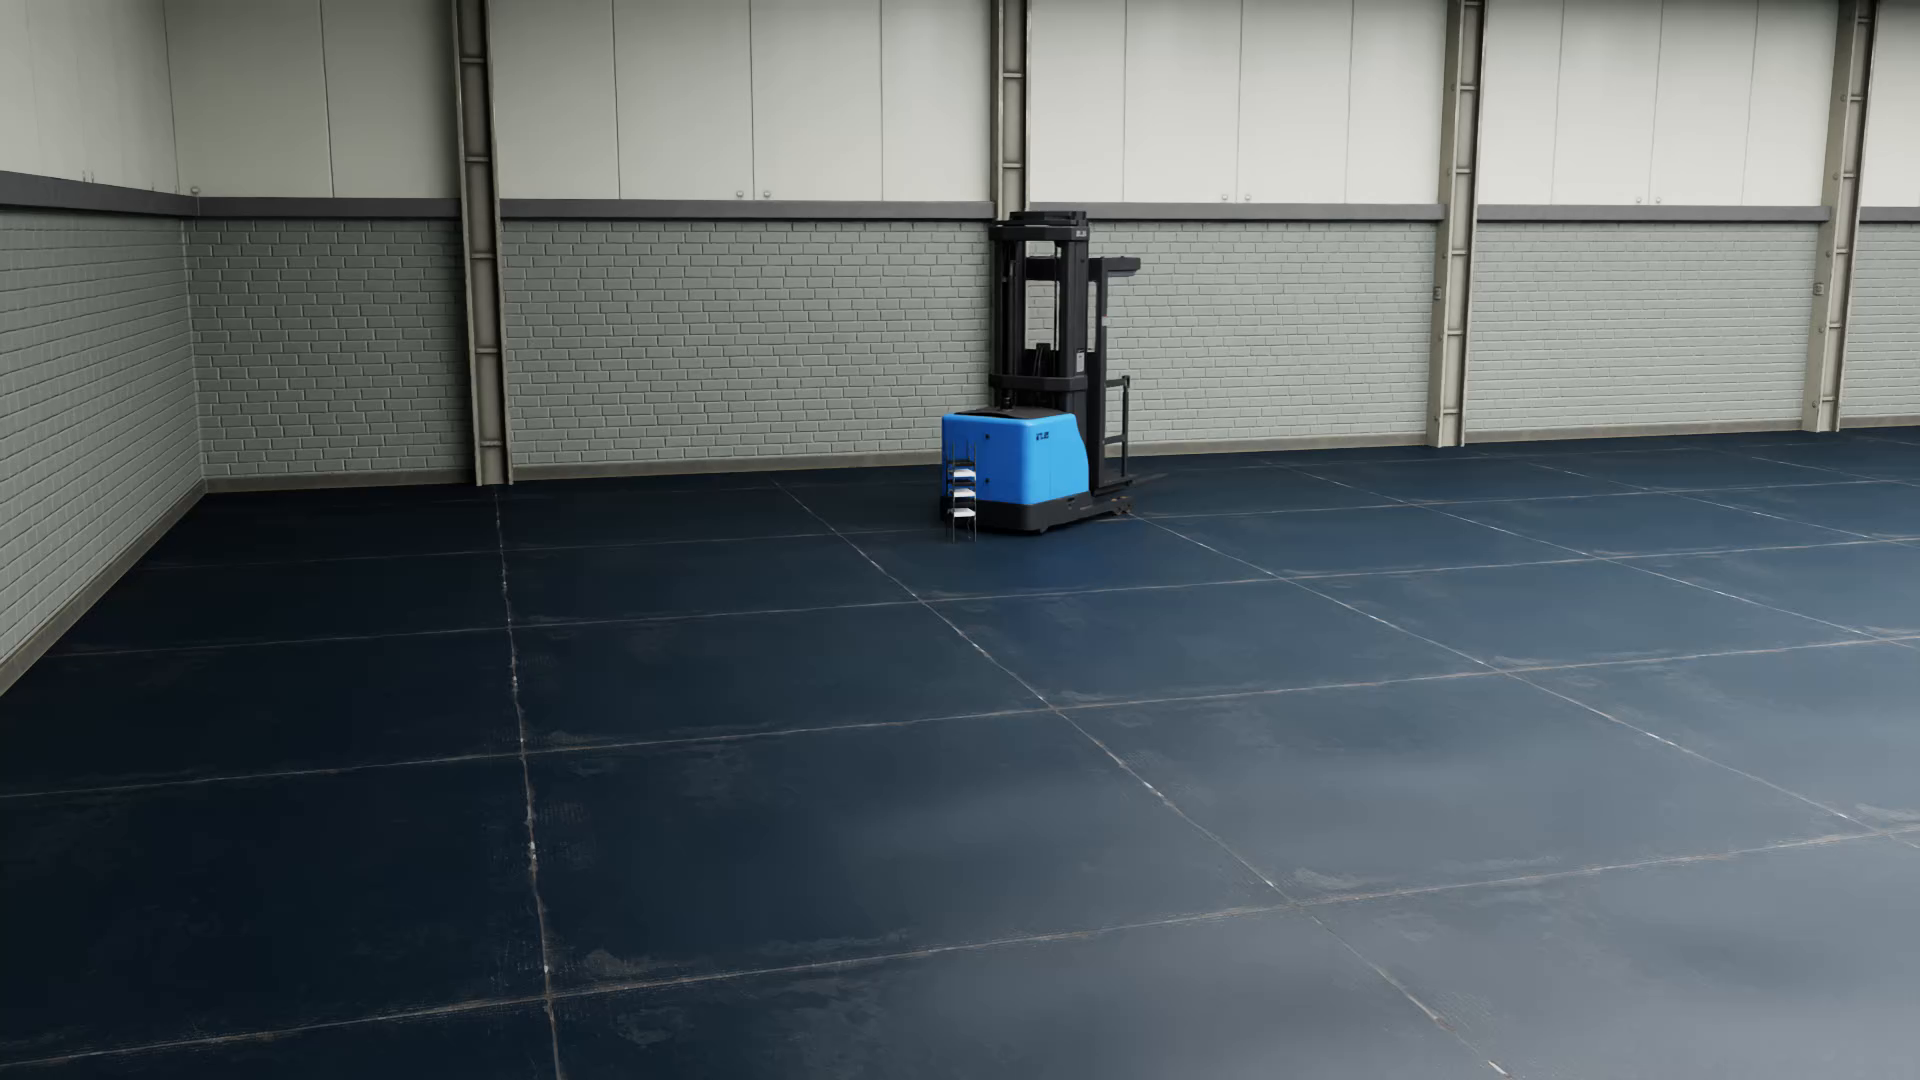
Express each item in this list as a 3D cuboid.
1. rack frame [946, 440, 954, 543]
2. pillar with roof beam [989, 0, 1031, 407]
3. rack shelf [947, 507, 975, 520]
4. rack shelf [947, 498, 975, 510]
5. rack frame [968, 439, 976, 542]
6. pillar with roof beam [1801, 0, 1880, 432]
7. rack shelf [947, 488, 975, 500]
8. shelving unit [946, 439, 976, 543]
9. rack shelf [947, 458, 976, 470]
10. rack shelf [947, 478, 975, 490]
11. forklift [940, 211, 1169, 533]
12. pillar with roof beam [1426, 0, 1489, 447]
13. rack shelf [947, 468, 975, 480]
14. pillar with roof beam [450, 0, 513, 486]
[{"bbox_3d":[-0.090,-0.438,14.939,0.006,0.900,0.240,-3,11,-16],"label":"rack frame"},{"bbox_3d":[1.791,-4.613,15.250,0.400,9.000,9.100,-3,11,-16],"label":"pillar with roof beam"},{"bbox_3d":[0.008,-0.233,15.006,0.200,0.077,0.258,-3,11,-16],"label":"rack shelf"},{"bbox_3d":[0.008,-0.322,14.990,0.200,0.077,0.258,-3,11,-16],"label":"rack shelf"},{"bbox_3d":[0.105,-0.448,14.995,0.006,0.900,0.240,-3,11,-16],"label":"rack frame"},{"bbox_3d":[13.313,-5.220,18.548,0.400,9.000,9.100,-3,11,-16],"label":"pillar with roof beam"},{"bbox_3d":[0.008,-0.410,14.973,0.200,0.077,0.258,-3,11,-16],"label":"rack shelf"},{"bbox_3d":[0.008,-0.443,14.967,0.210,0.900,0.258,-3,11,-16],"label":"shelving unit"},{"bbox_3d":[0.008,-0.676,14.924,0.200,0.077,0.258,-3,11,-16],"label":"rack shelf"},{"bbox_3d":[0.008,-0.499,14.957,0.200,0.077,0.258,-3,11,-16],"label":"rack shelf"},{"bbox_3d":[1.069,-1.725,16.323,1.130,2.935,3.031,7,13,34],"label":"forklift"},{"bbox_3d":[7.552,-4.917,16.899,0.400,9.000,9.100,-3,11,-16],"label":"pillar with roof beam"},{"bbox_3d":[0.008,-0.587,14.941,0.200,0.077,0.258,-3,11,-16],"label":"rack shelf"},{"bbox_3d":[-3.970,-4.309,13.601,0.400,9.000,9.100,-3,11,-16],"label":"pillar with roof beam"}]
